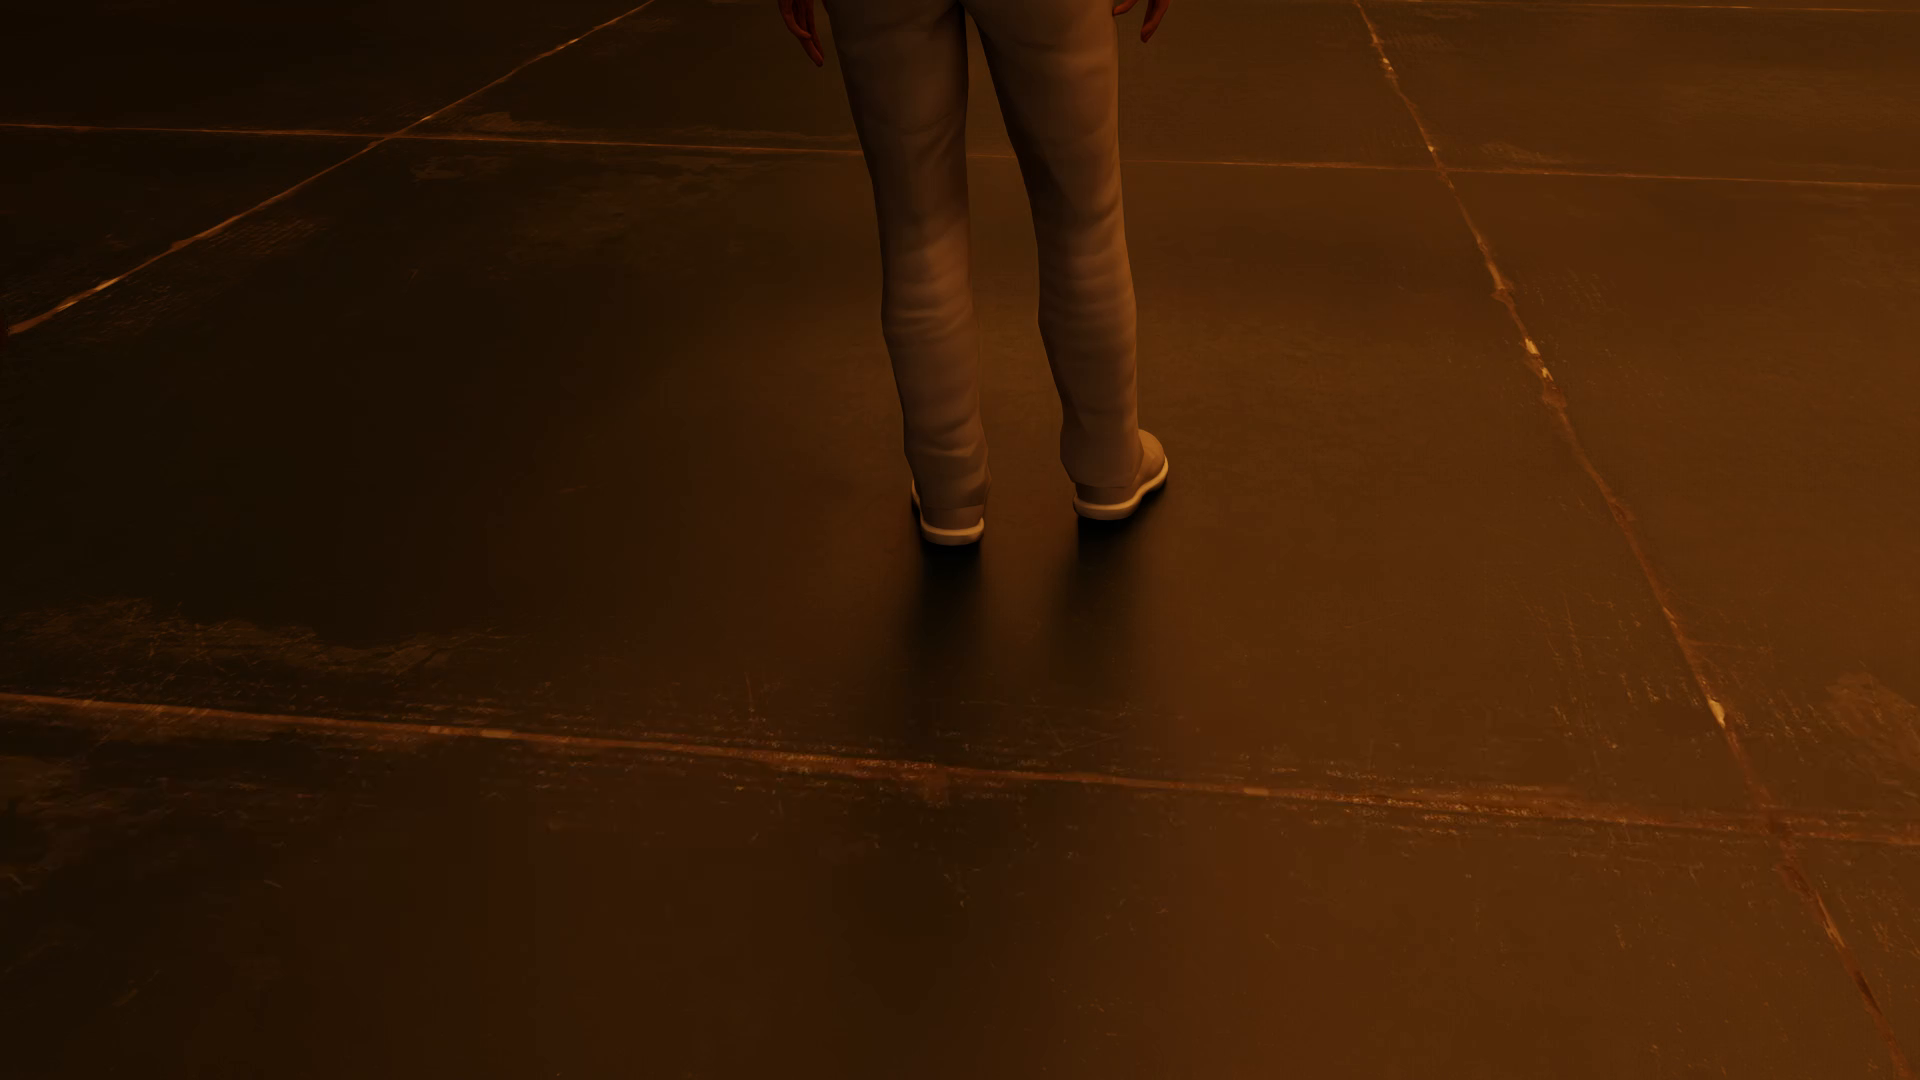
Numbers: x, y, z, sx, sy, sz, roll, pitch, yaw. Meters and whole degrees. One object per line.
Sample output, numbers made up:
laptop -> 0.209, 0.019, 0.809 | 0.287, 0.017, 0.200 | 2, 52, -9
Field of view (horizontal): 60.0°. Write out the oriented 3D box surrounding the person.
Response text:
person -> 0.030, -0.796, 2.182 | 0.569, 1.695, 0.530 | 3, 27, 7

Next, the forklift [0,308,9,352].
forklift -> -3.168, -1.877, 2.980 | 3.031, 2.935, 1.130 | 22, 34, 37
